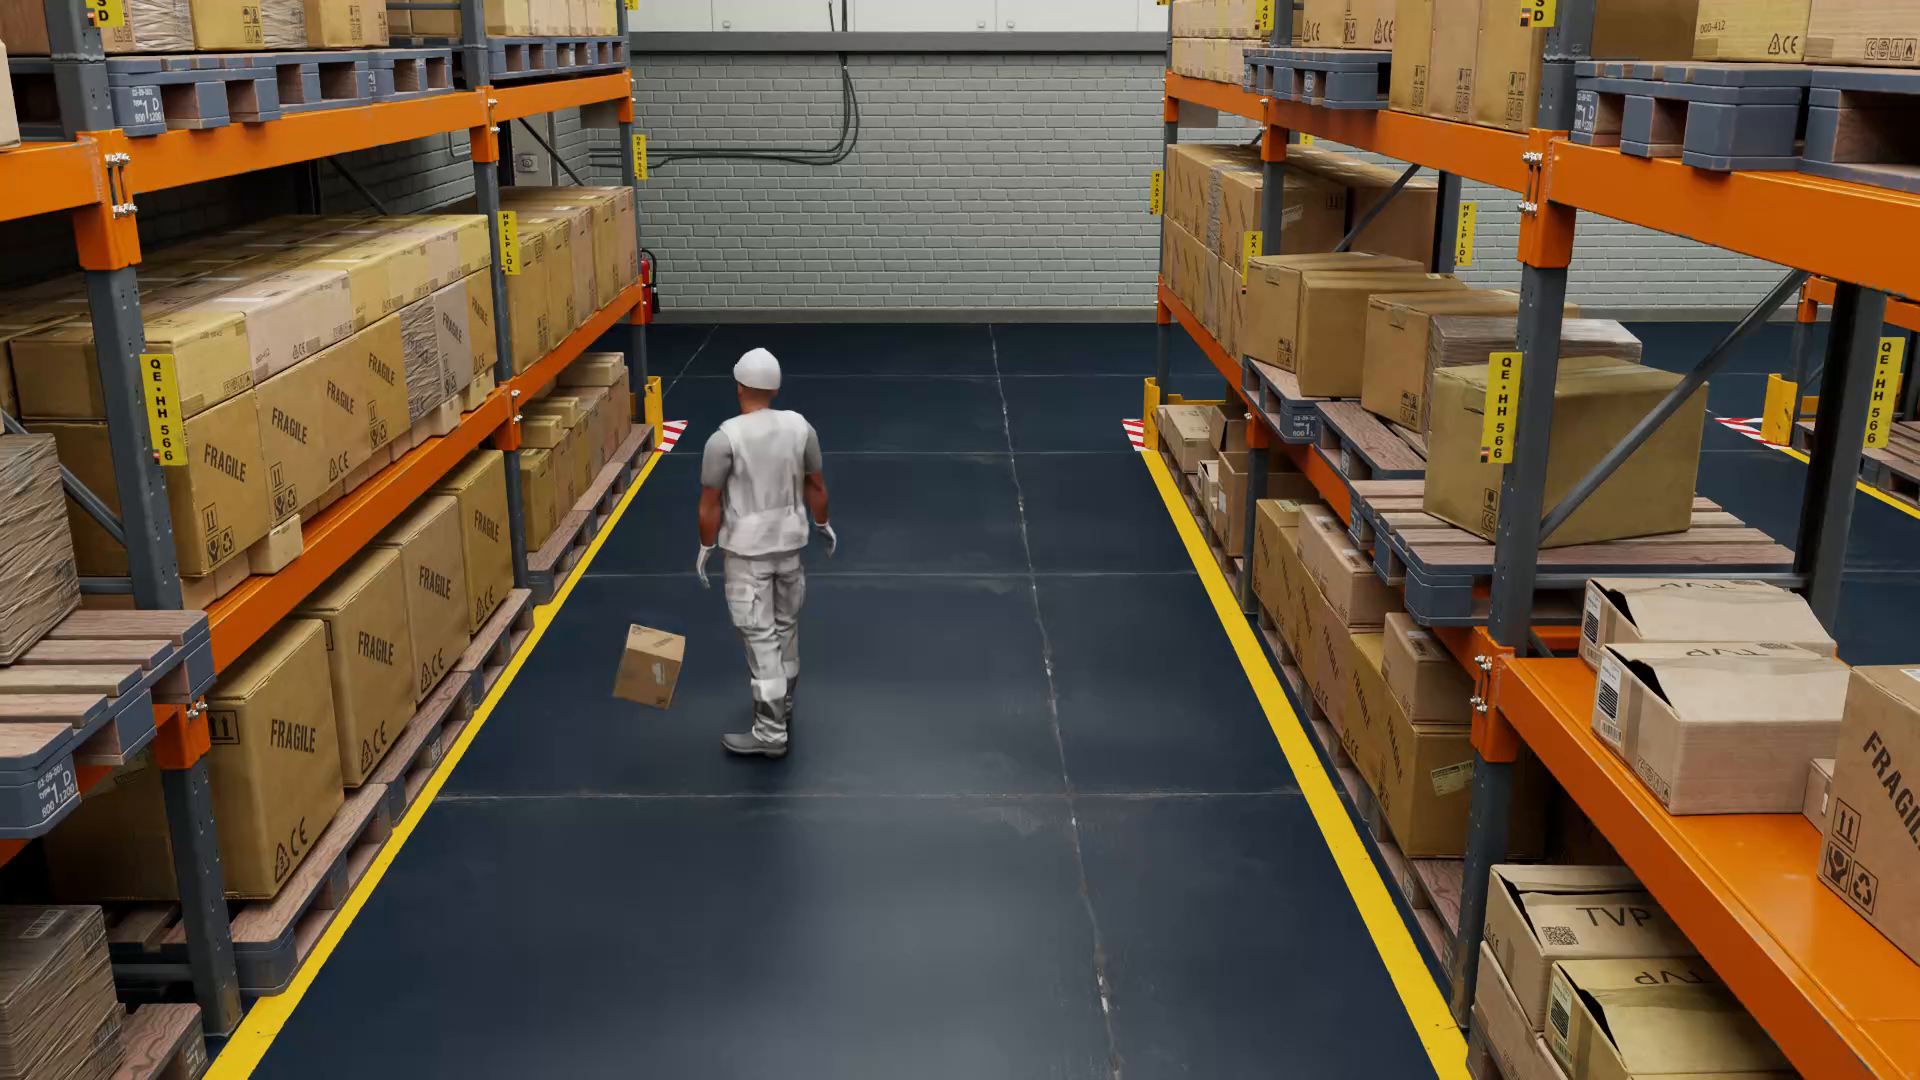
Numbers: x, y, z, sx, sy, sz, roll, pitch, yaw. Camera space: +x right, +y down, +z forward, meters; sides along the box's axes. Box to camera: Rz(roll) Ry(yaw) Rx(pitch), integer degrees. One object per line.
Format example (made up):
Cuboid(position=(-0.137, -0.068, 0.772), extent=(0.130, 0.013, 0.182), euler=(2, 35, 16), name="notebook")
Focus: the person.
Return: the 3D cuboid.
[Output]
Cuboid(position=(-0.862, 0.017, 7.409), extent=(0.693, 1.789, 0.634), euler=(-12, 21, -34), name="person")
